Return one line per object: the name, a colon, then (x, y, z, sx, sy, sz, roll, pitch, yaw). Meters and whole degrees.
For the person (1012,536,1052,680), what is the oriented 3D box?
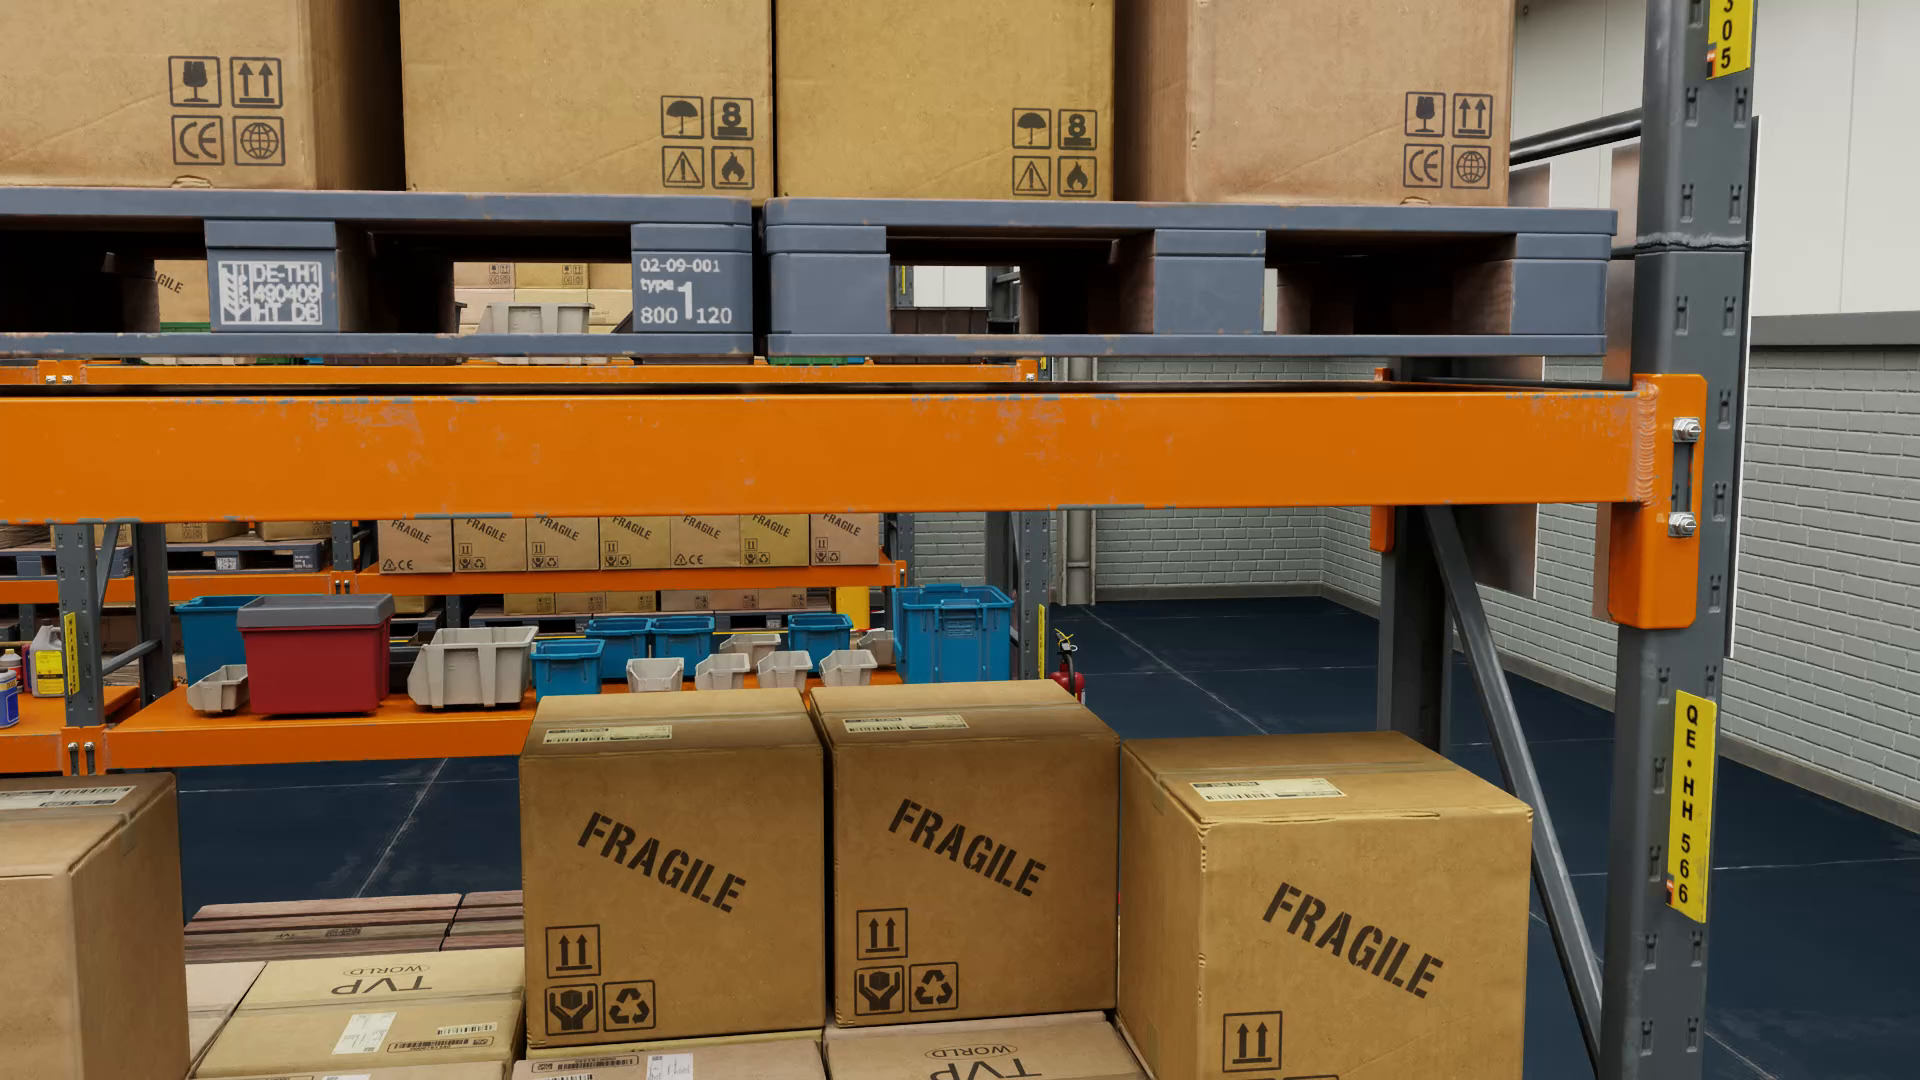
person: (0.529, 0.484, 13.729, 0.539, 1.798, 0.518, -1, 6, -8)
